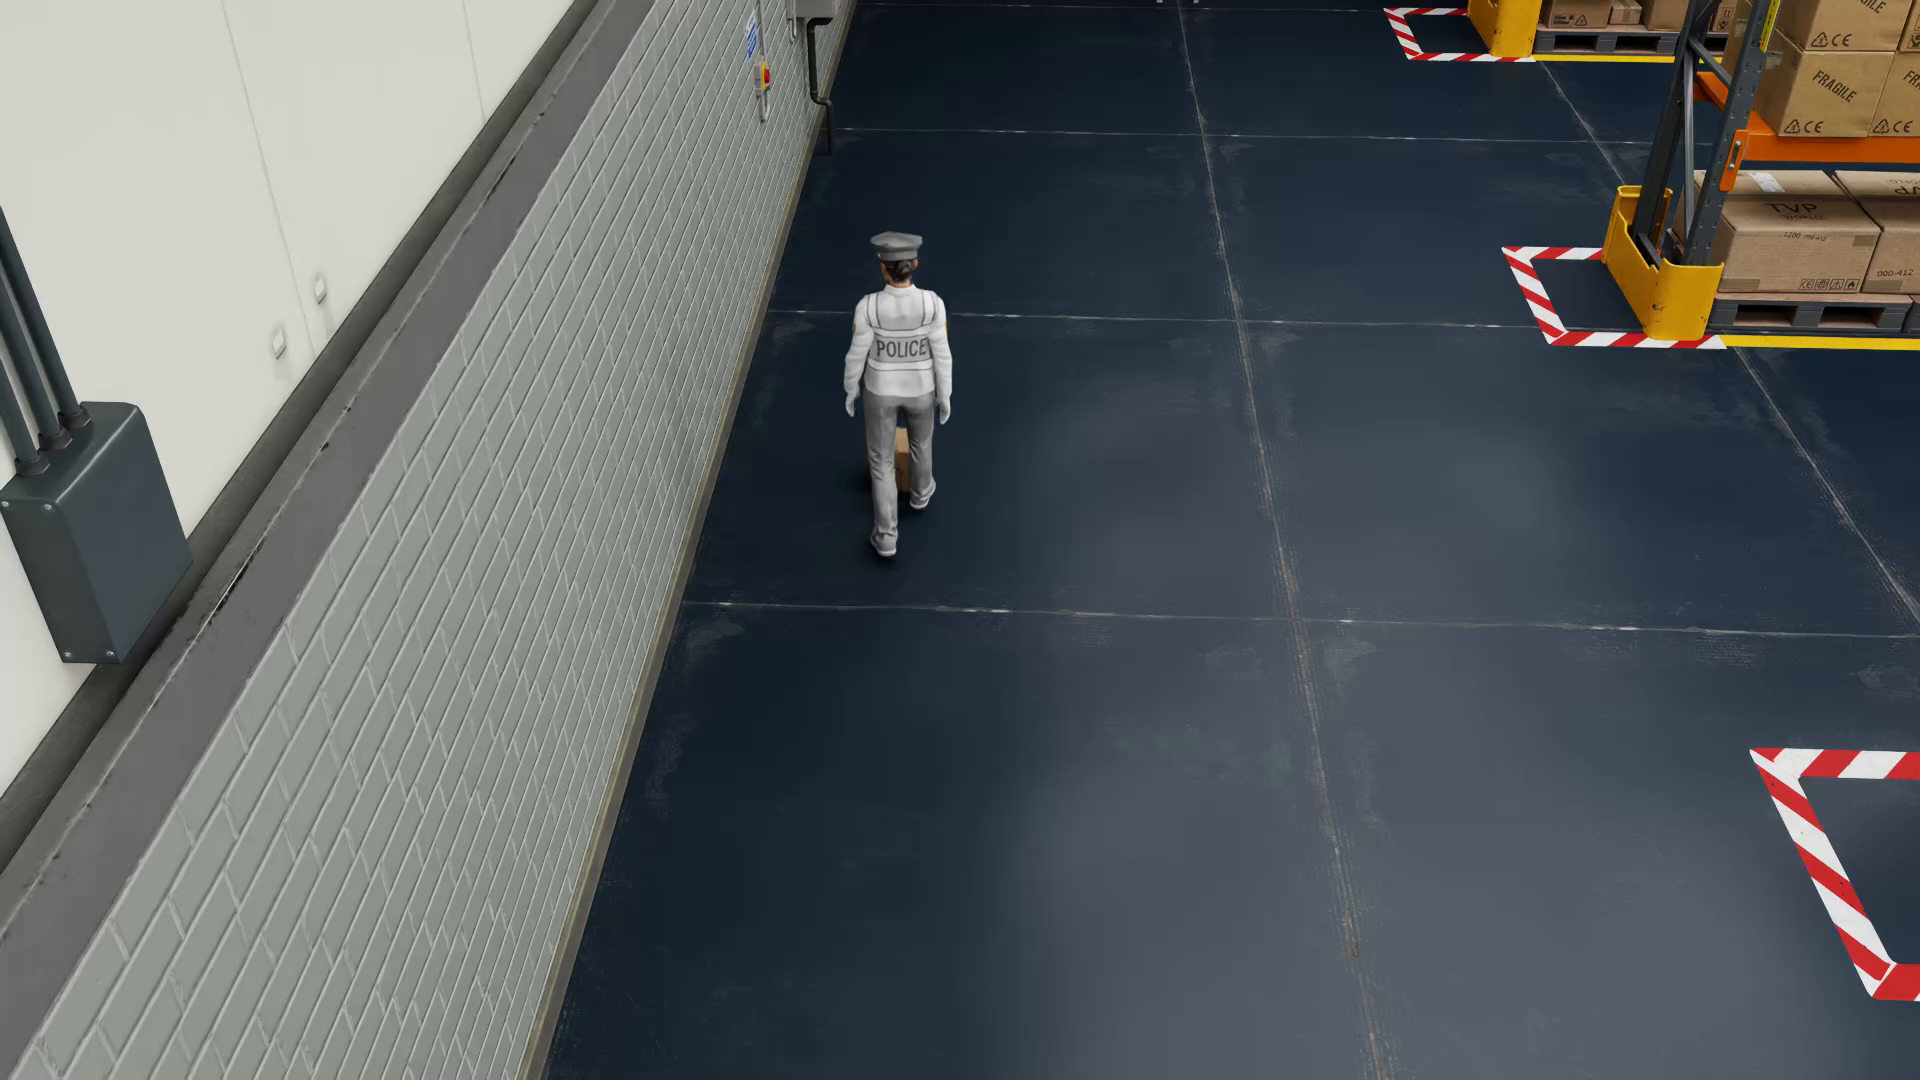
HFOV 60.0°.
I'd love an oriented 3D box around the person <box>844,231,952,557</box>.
[{"bbox_3d":[-0.311,-0.760,8.142,0.520,1.636,0.738,-4,36,-5],"label":"person"}]
